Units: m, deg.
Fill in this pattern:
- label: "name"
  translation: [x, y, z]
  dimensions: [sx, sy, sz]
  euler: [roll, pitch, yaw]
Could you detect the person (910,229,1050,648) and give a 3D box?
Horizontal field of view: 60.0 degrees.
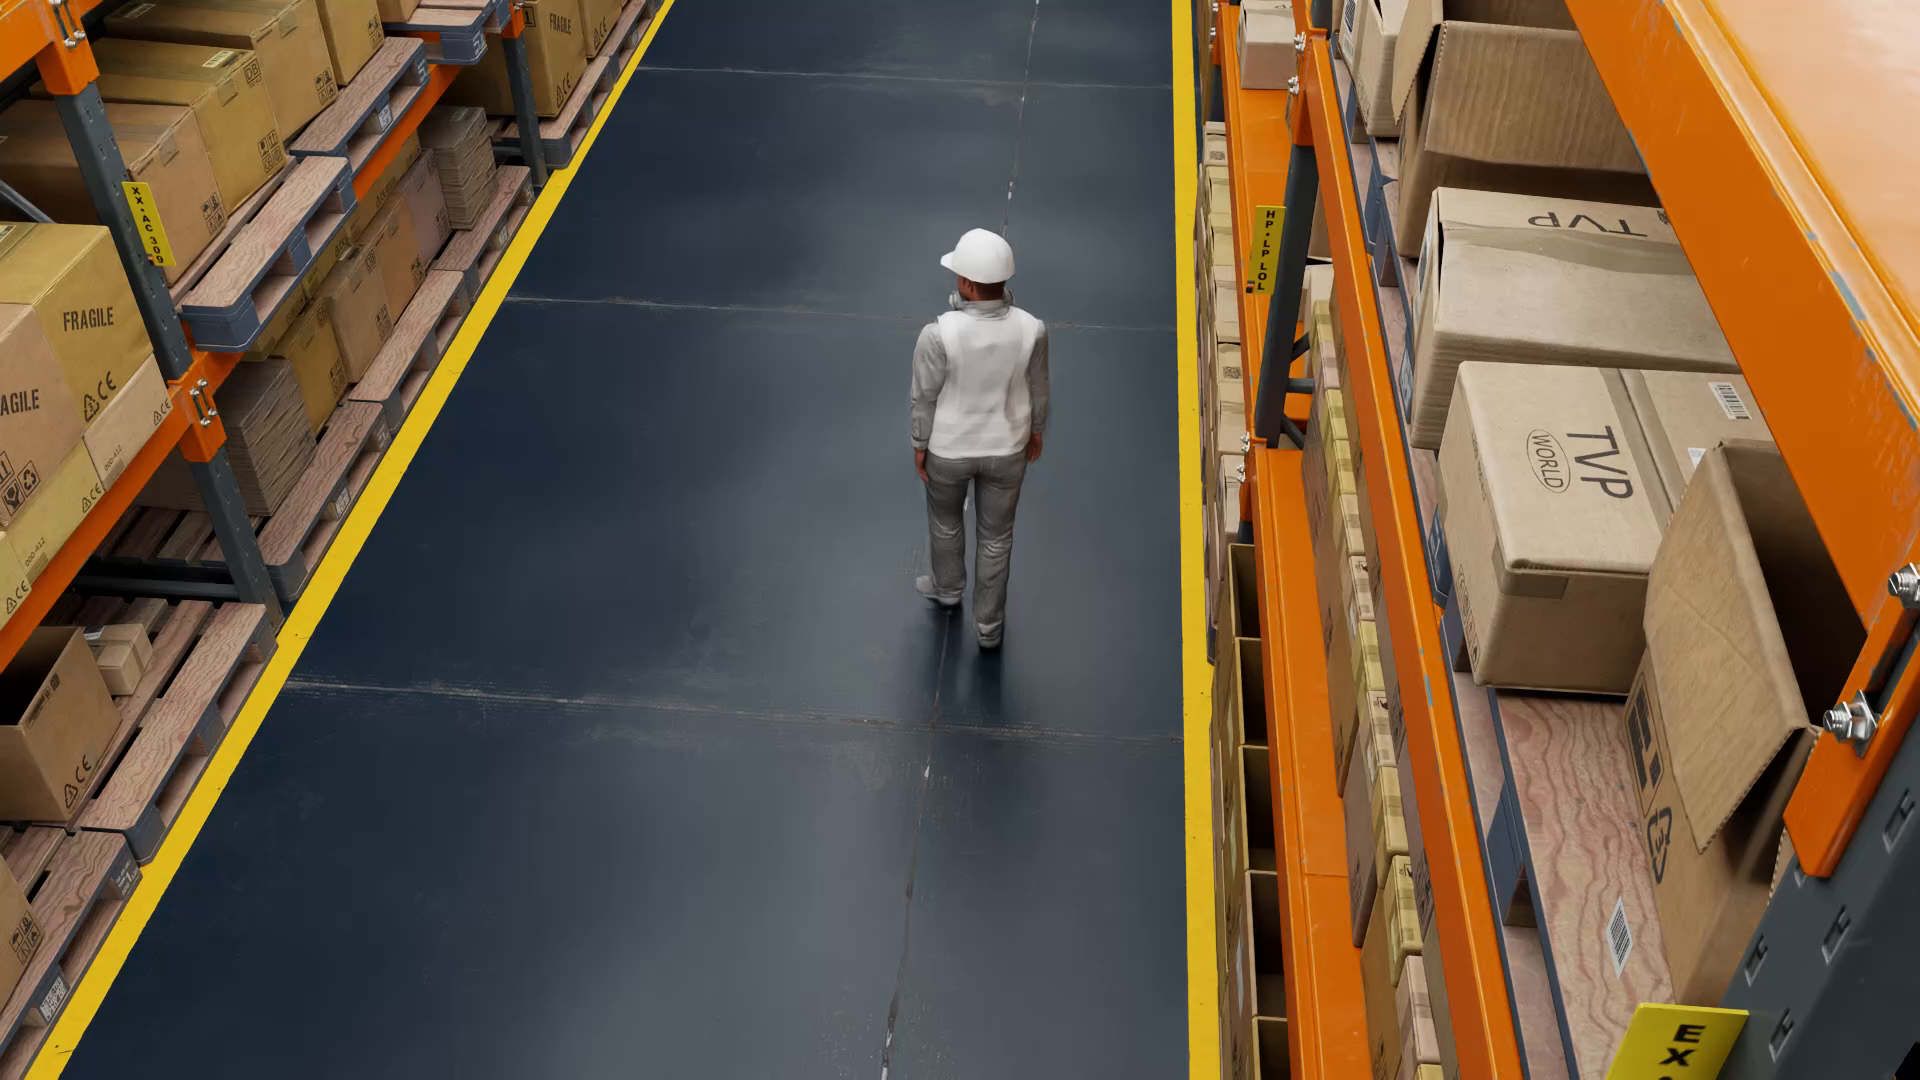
- label: "person"
  translation: [0.083, -0.347, 6.580]
  dimensions: [0.557, 1.824, 0.572]
  euler: [-4, 40, -5]
